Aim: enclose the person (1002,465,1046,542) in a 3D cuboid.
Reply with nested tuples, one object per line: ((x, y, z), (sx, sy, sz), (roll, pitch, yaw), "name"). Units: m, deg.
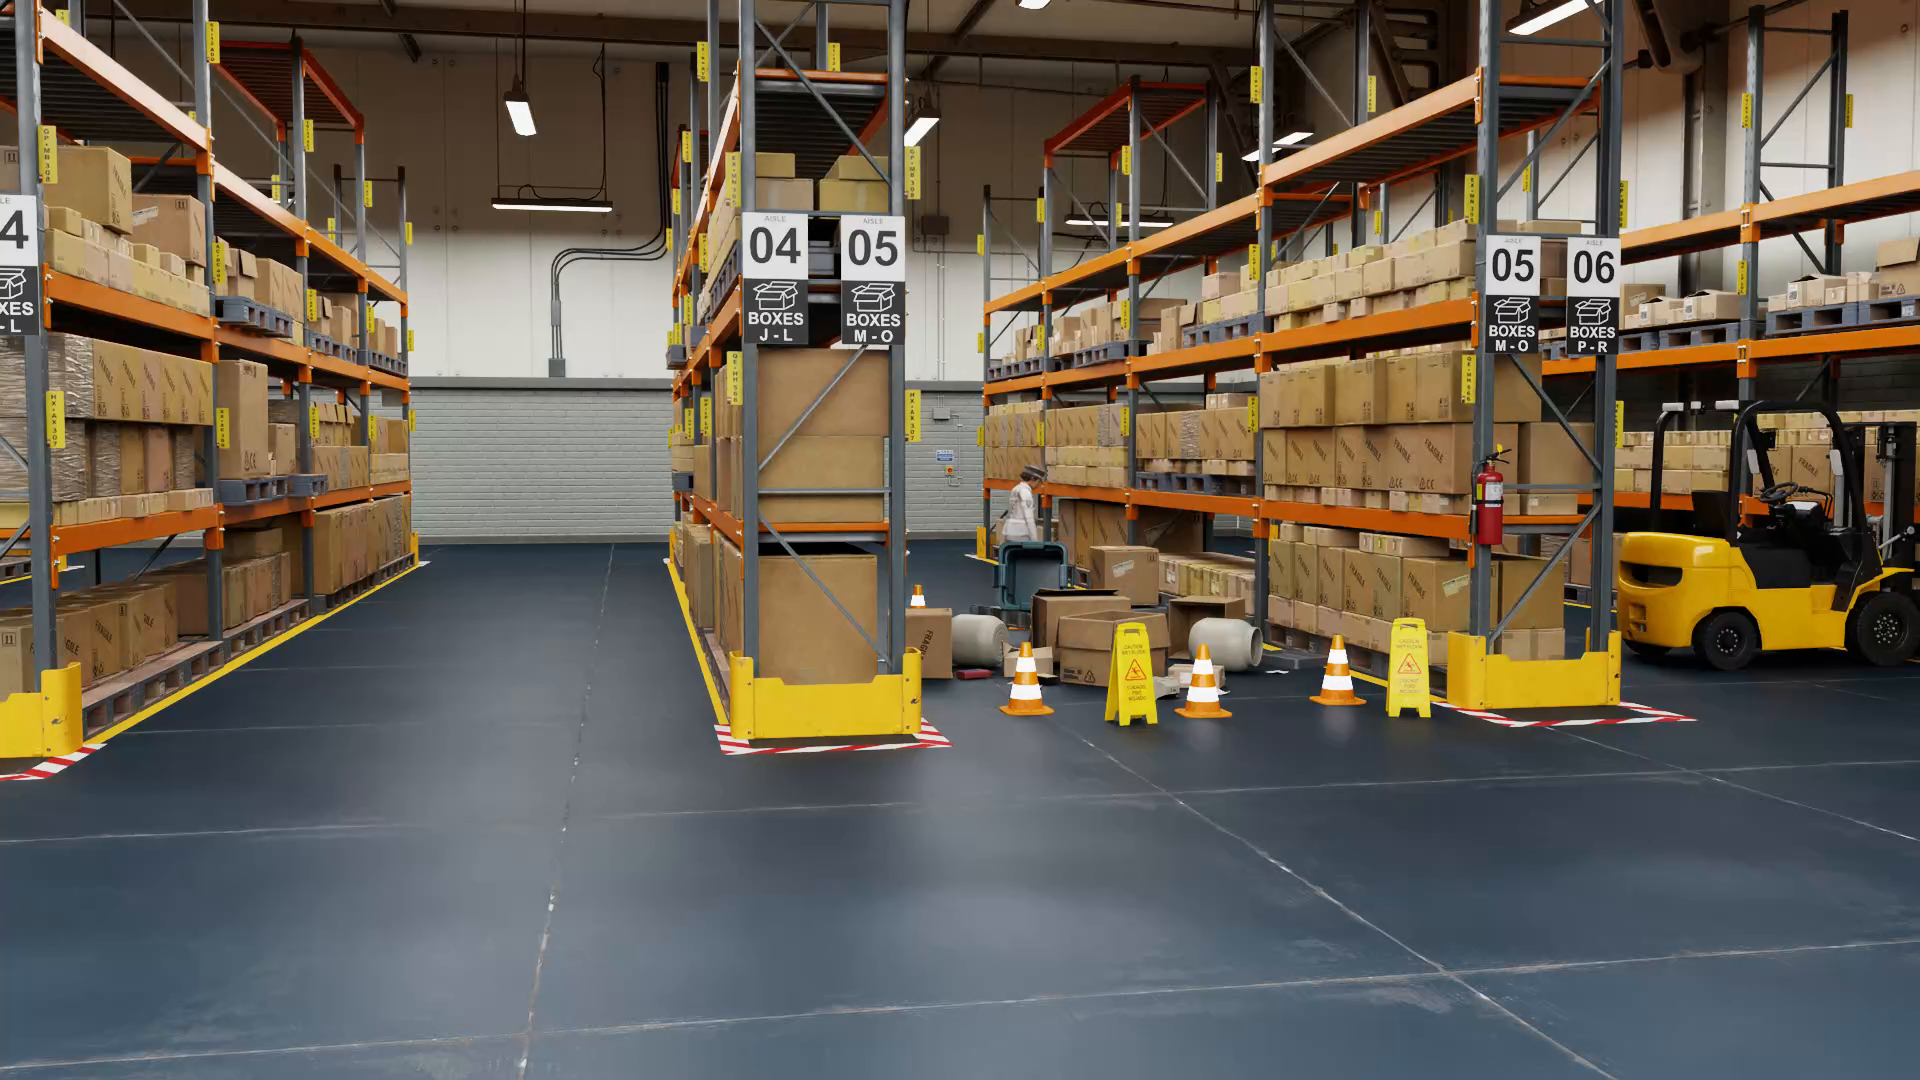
((0.700, -0.016, 18.109), (0.485, 1.604, 0.508), (-1, 3, -10), "person")
